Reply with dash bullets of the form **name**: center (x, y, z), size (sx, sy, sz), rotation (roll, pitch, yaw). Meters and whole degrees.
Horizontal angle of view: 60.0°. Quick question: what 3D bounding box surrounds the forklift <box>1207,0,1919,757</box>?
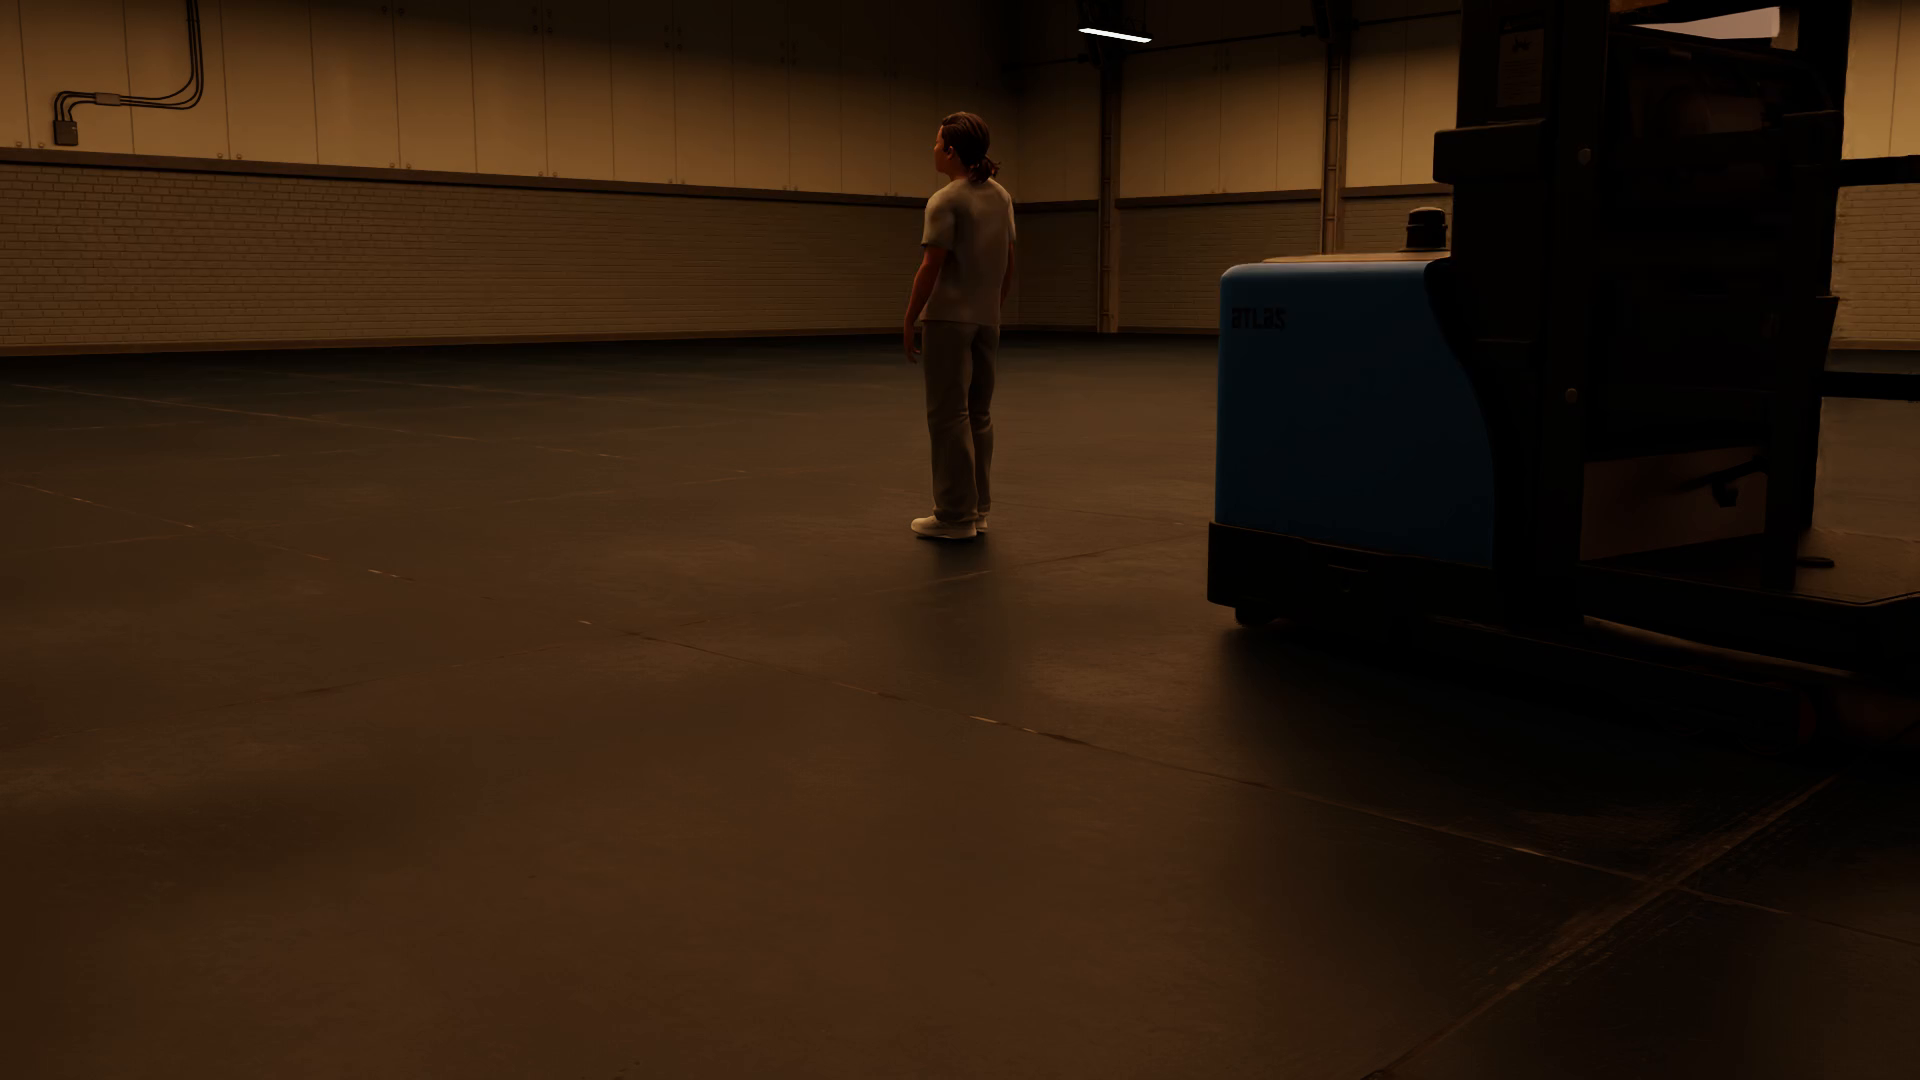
- **forklift**: center (2.012, -1.061, 3.922), size (1.130, 2.935, 3.031), rotation (-6, 10, -35)

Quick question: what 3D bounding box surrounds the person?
- **person**: center (-0.044, -0.845, 6.652), size (0.548, 1.673, 0.549), rotation (8, 12, 43)
